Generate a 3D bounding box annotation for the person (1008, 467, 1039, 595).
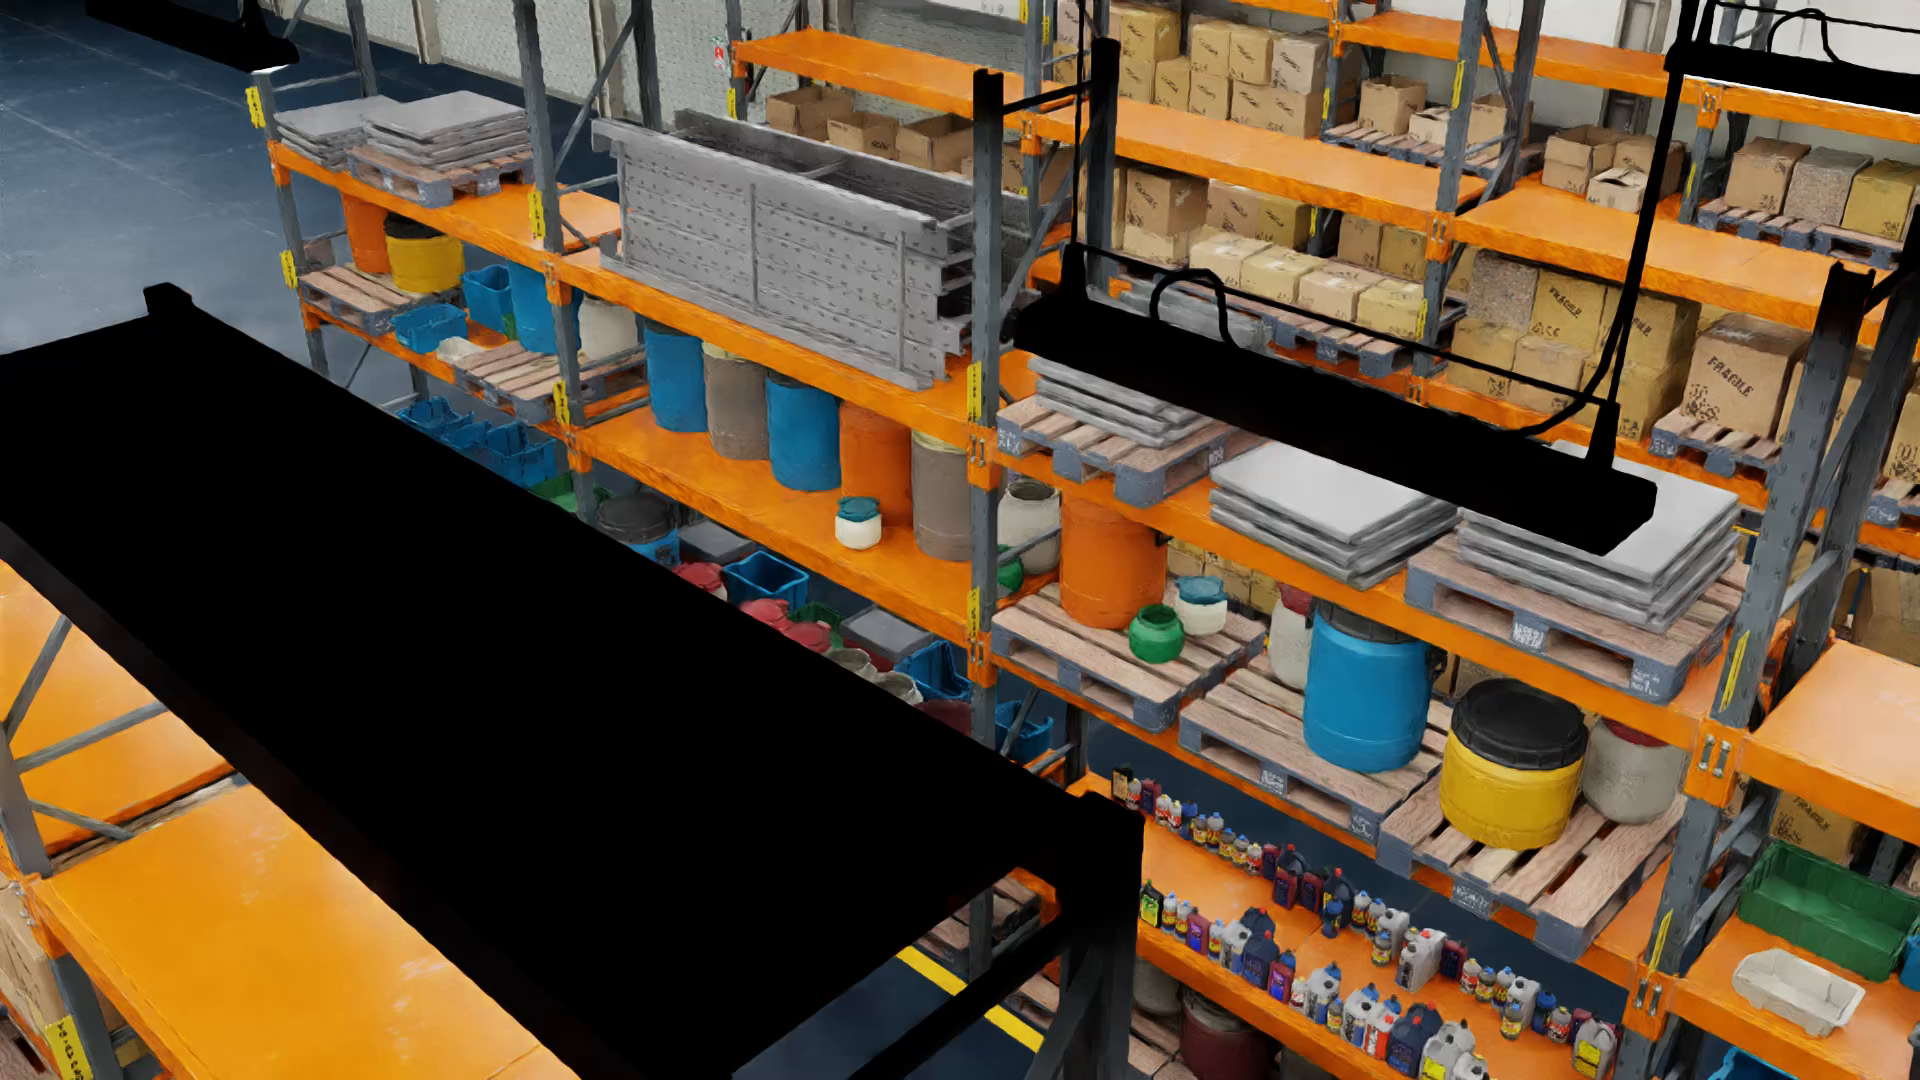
[{"bbox_3d":[0.382,-0.284,15.119,0.479,1.567,1.090,-26,38,-38],"label":"person"}]
